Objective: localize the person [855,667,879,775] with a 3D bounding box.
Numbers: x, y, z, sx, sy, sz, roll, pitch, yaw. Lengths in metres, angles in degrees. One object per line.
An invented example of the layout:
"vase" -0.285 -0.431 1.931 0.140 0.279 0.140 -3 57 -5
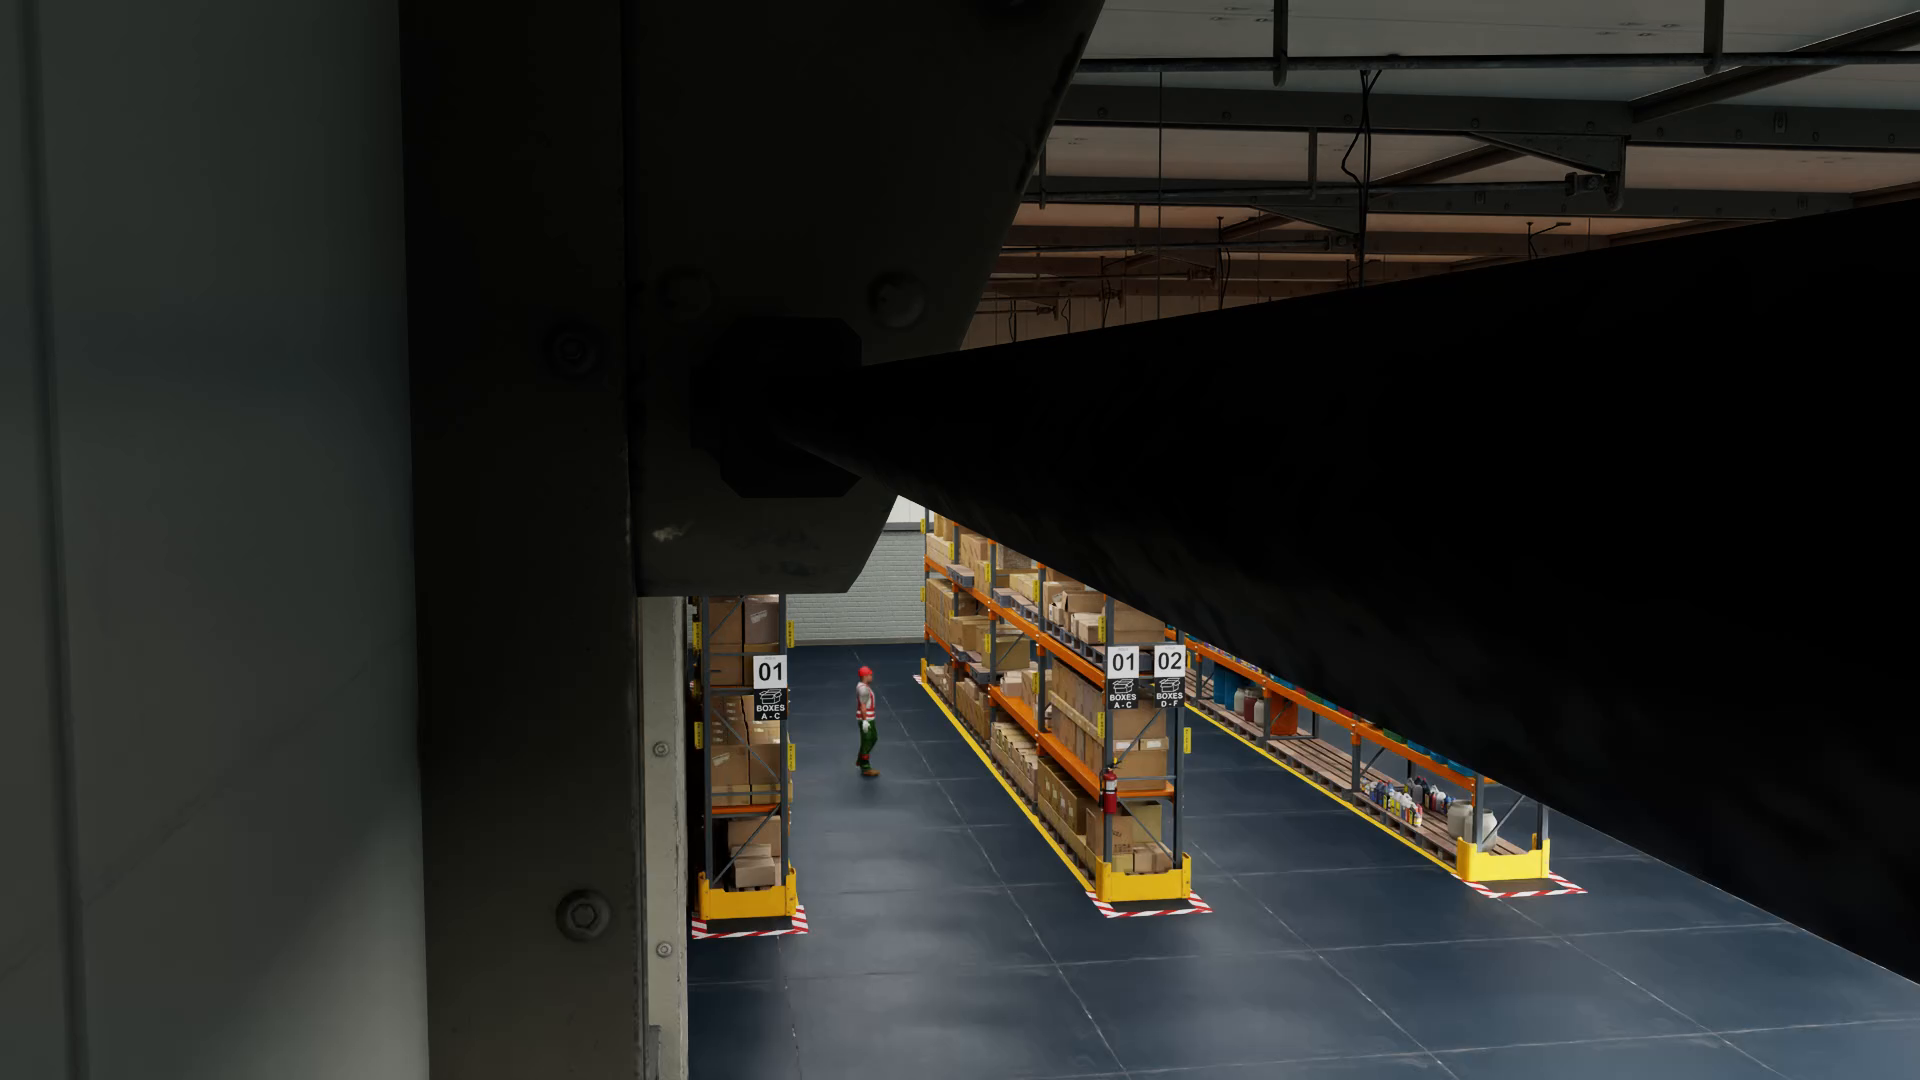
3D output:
"person" -1.549 3.010 27.701 0.403 1.808 0.610 0 5 -4
